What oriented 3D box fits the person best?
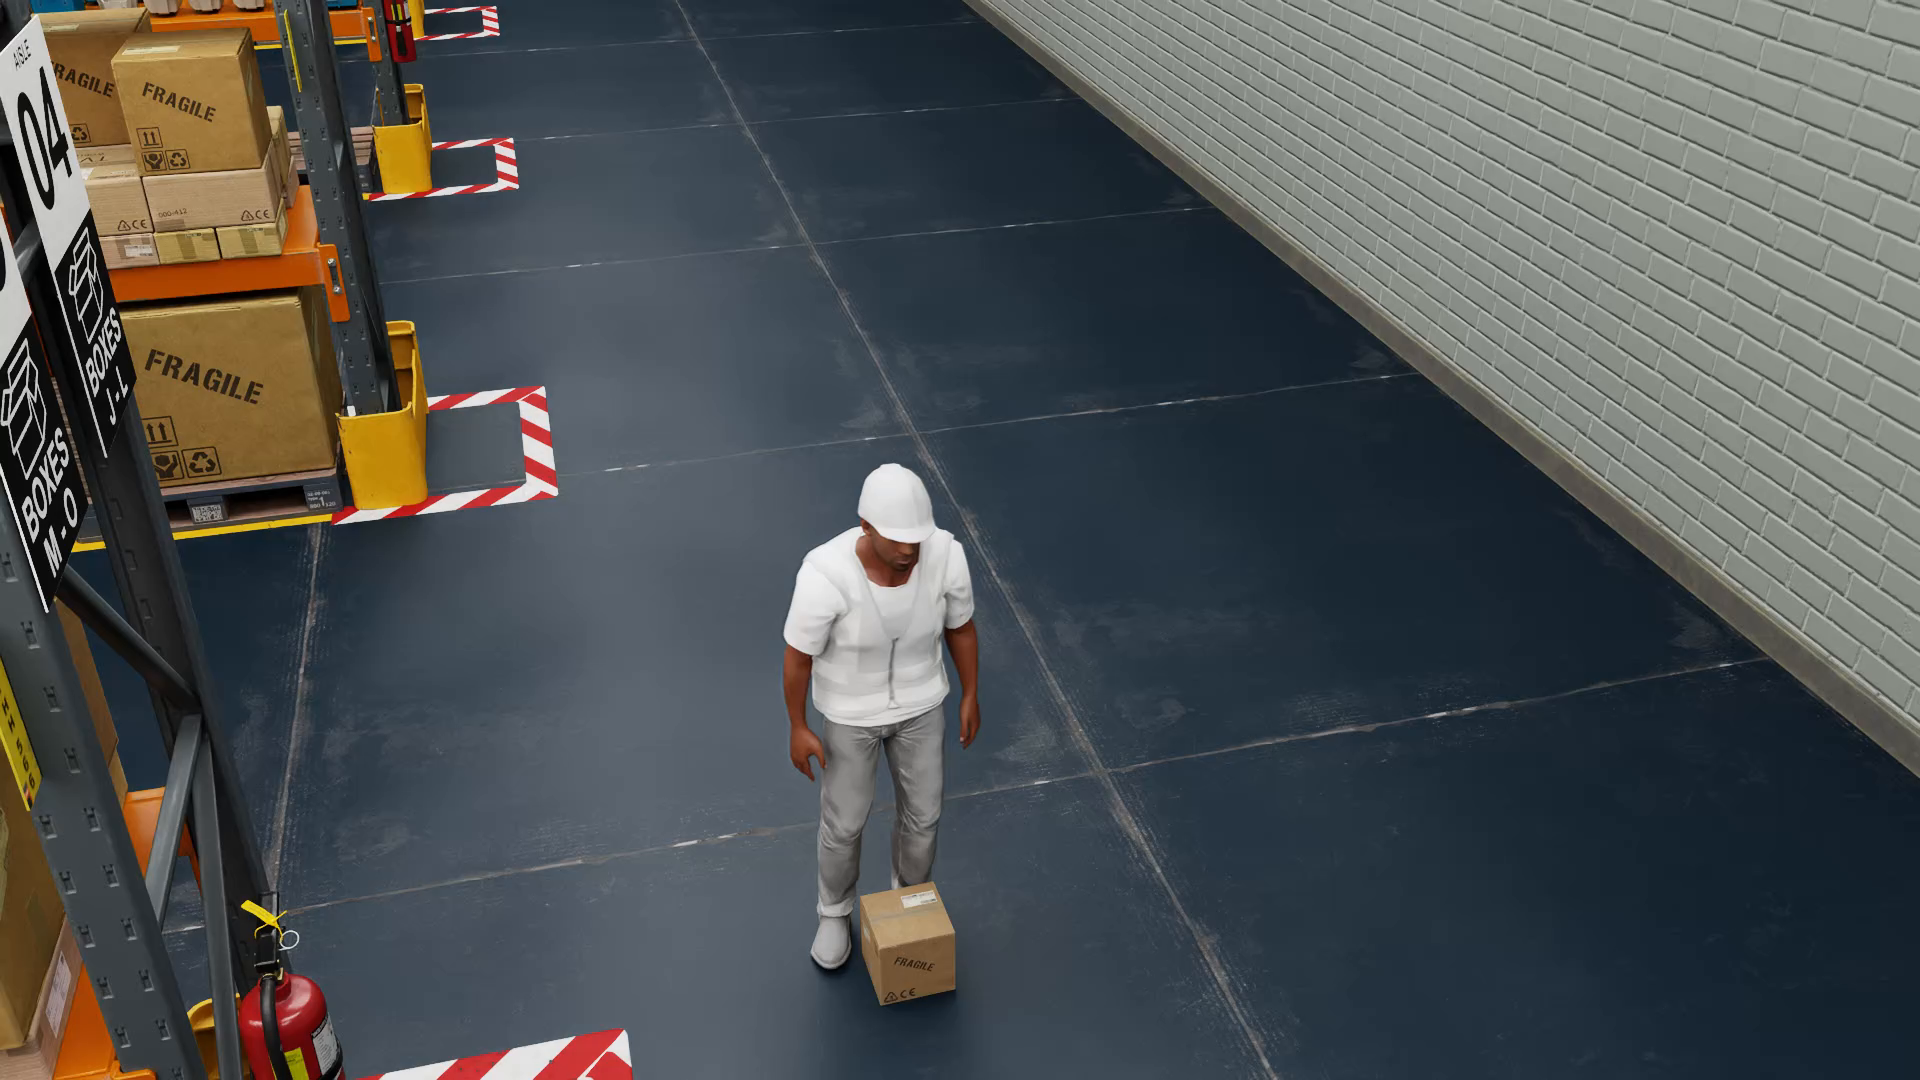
[{"bbox_3d":[-0.230,0.537,5.186,0.633,1.759,0.462,-10,31,-16],"label":"person"}]
